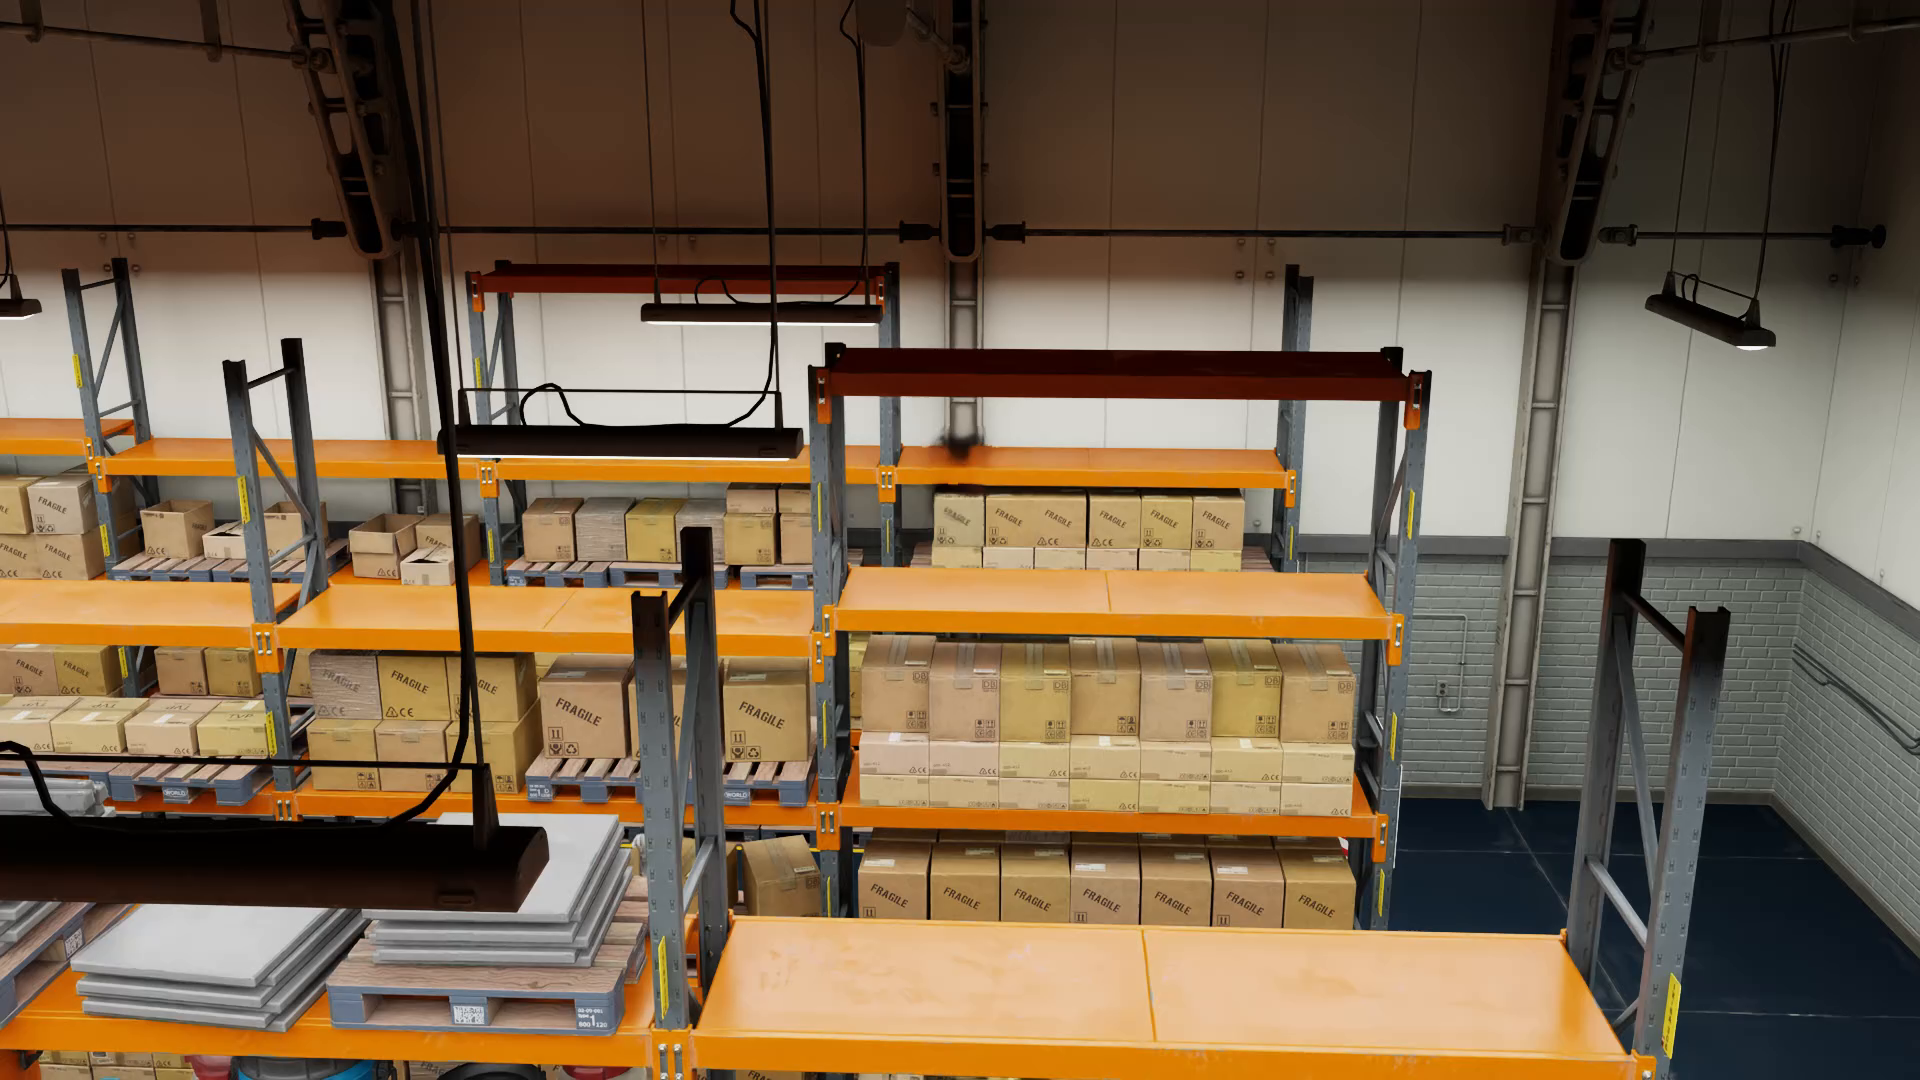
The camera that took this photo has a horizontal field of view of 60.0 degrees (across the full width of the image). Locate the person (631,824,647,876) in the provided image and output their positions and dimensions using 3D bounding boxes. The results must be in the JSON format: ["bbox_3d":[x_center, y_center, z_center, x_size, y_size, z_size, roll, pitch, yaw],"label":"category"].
[{"bbox_3d":[-2.659,3.106,14.860,0.505,1.690,0.391,-2,16,-8],"label":"person"}]
